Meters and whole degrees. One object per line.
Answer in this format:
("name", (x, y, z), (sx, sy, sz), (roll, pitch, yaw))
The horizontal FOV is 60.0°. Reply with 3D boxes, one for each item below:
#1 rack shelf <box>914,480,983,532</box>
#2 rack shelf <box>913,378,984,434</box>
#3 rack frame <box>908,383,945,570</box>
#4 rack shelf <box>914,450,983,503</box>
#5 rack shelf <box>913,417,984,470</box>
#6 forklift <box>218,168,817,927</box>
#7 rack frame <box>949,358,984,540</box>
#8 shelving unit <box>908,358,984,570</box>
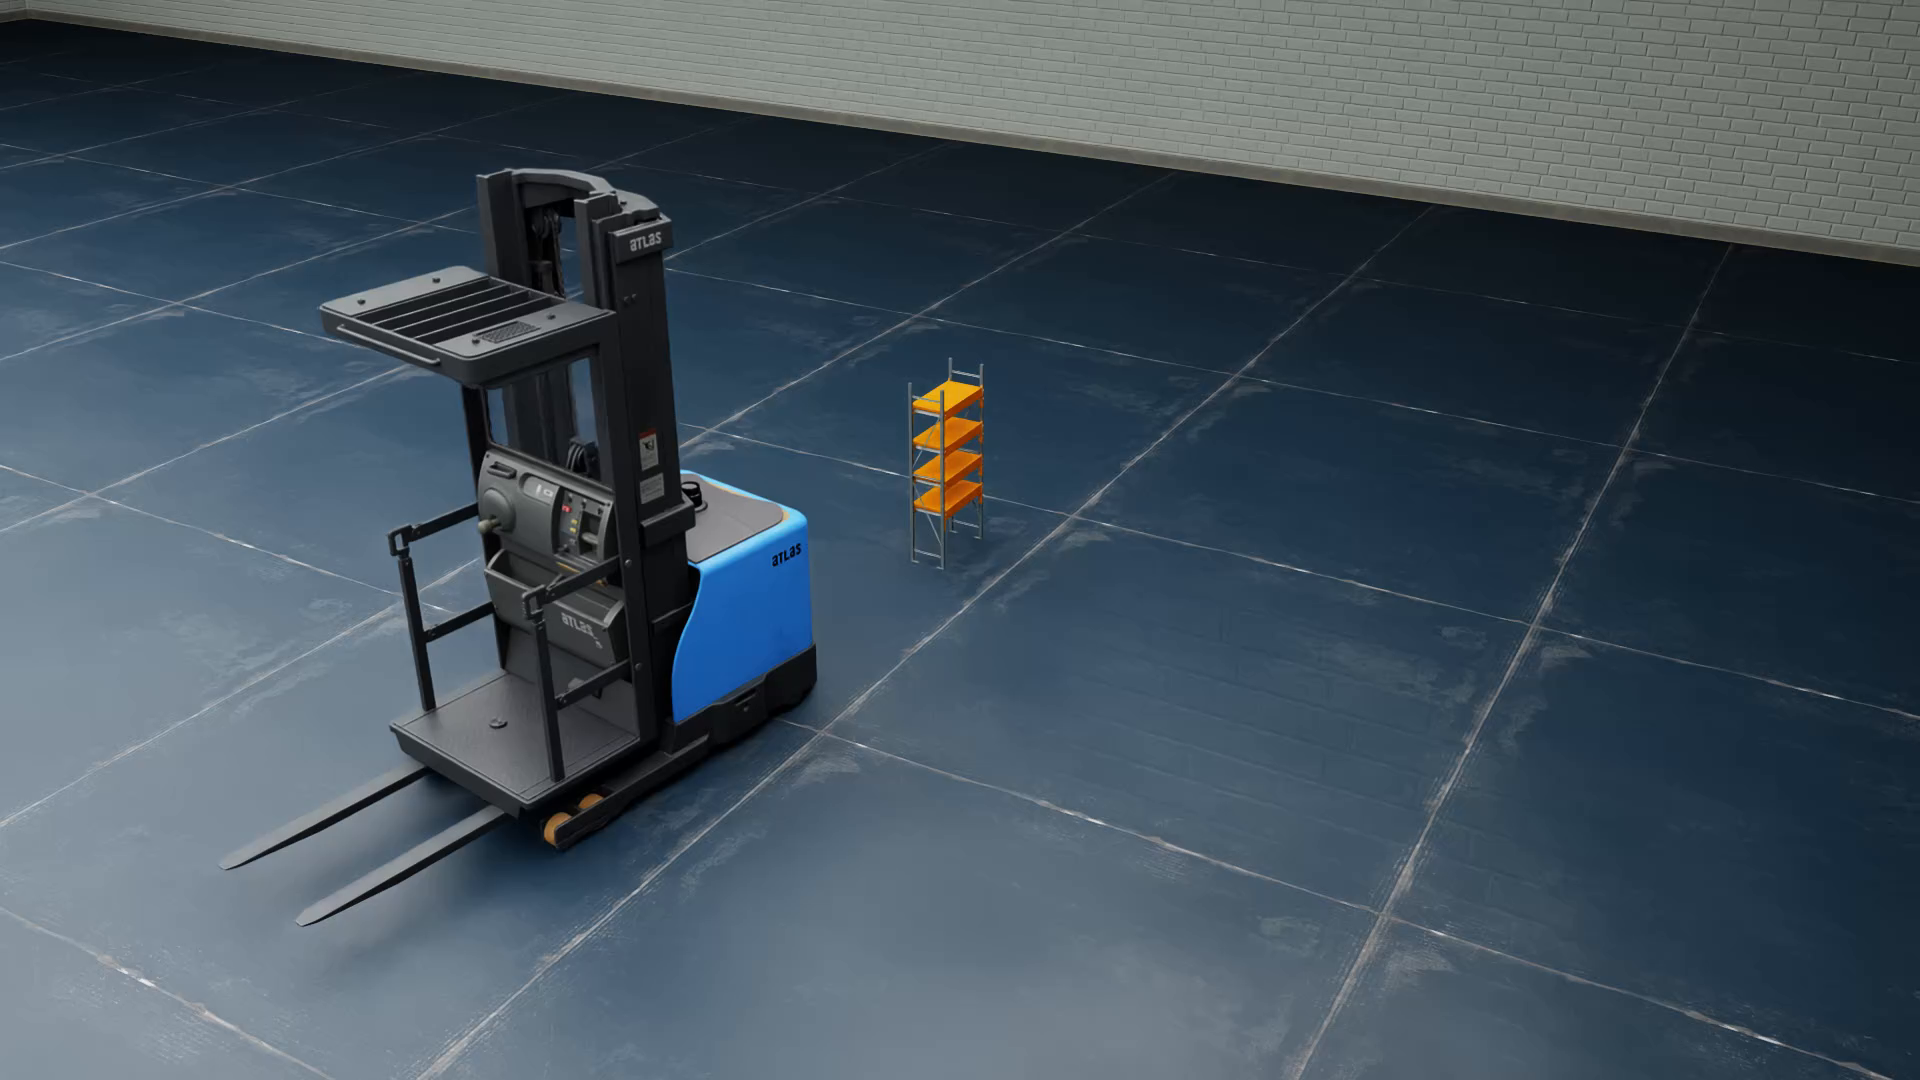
("rack shelf", (-0.081, -0.234, 10.472), (0.258, 0.148, 0.480), (14, 30, 26))
("rack shelf", (-0.081, -0.823, 10.177), (0.258, 0.148, 0.480), (14, 30, 26))
("rack frame", (-0.201, -0.377, 10.163), (0.240, 1.200, 0.015), (14, 30, 26))
("rack shelf", (-0.081, -0.412, 10.383), (0.258, 0.148, 0.480), (14, 30, 26))
("rack shelf", (-0.081, -0.612, 10.283), (0.258, 0.148, 0.480), (14, 30, 26))
("forklift", (-2.089, -0.107, 7.689), (1.130, 2.935, 3.031), (20, 33, 34))
("rack frame", (0.039, -0.567, 10.543), (0.240, 1.200, 0.015), (14, 30, 26))
("shelving unit", (-0.081, -0.472, 10.353), (0.258, 1.200, 0.503), (14, 30, 26))
